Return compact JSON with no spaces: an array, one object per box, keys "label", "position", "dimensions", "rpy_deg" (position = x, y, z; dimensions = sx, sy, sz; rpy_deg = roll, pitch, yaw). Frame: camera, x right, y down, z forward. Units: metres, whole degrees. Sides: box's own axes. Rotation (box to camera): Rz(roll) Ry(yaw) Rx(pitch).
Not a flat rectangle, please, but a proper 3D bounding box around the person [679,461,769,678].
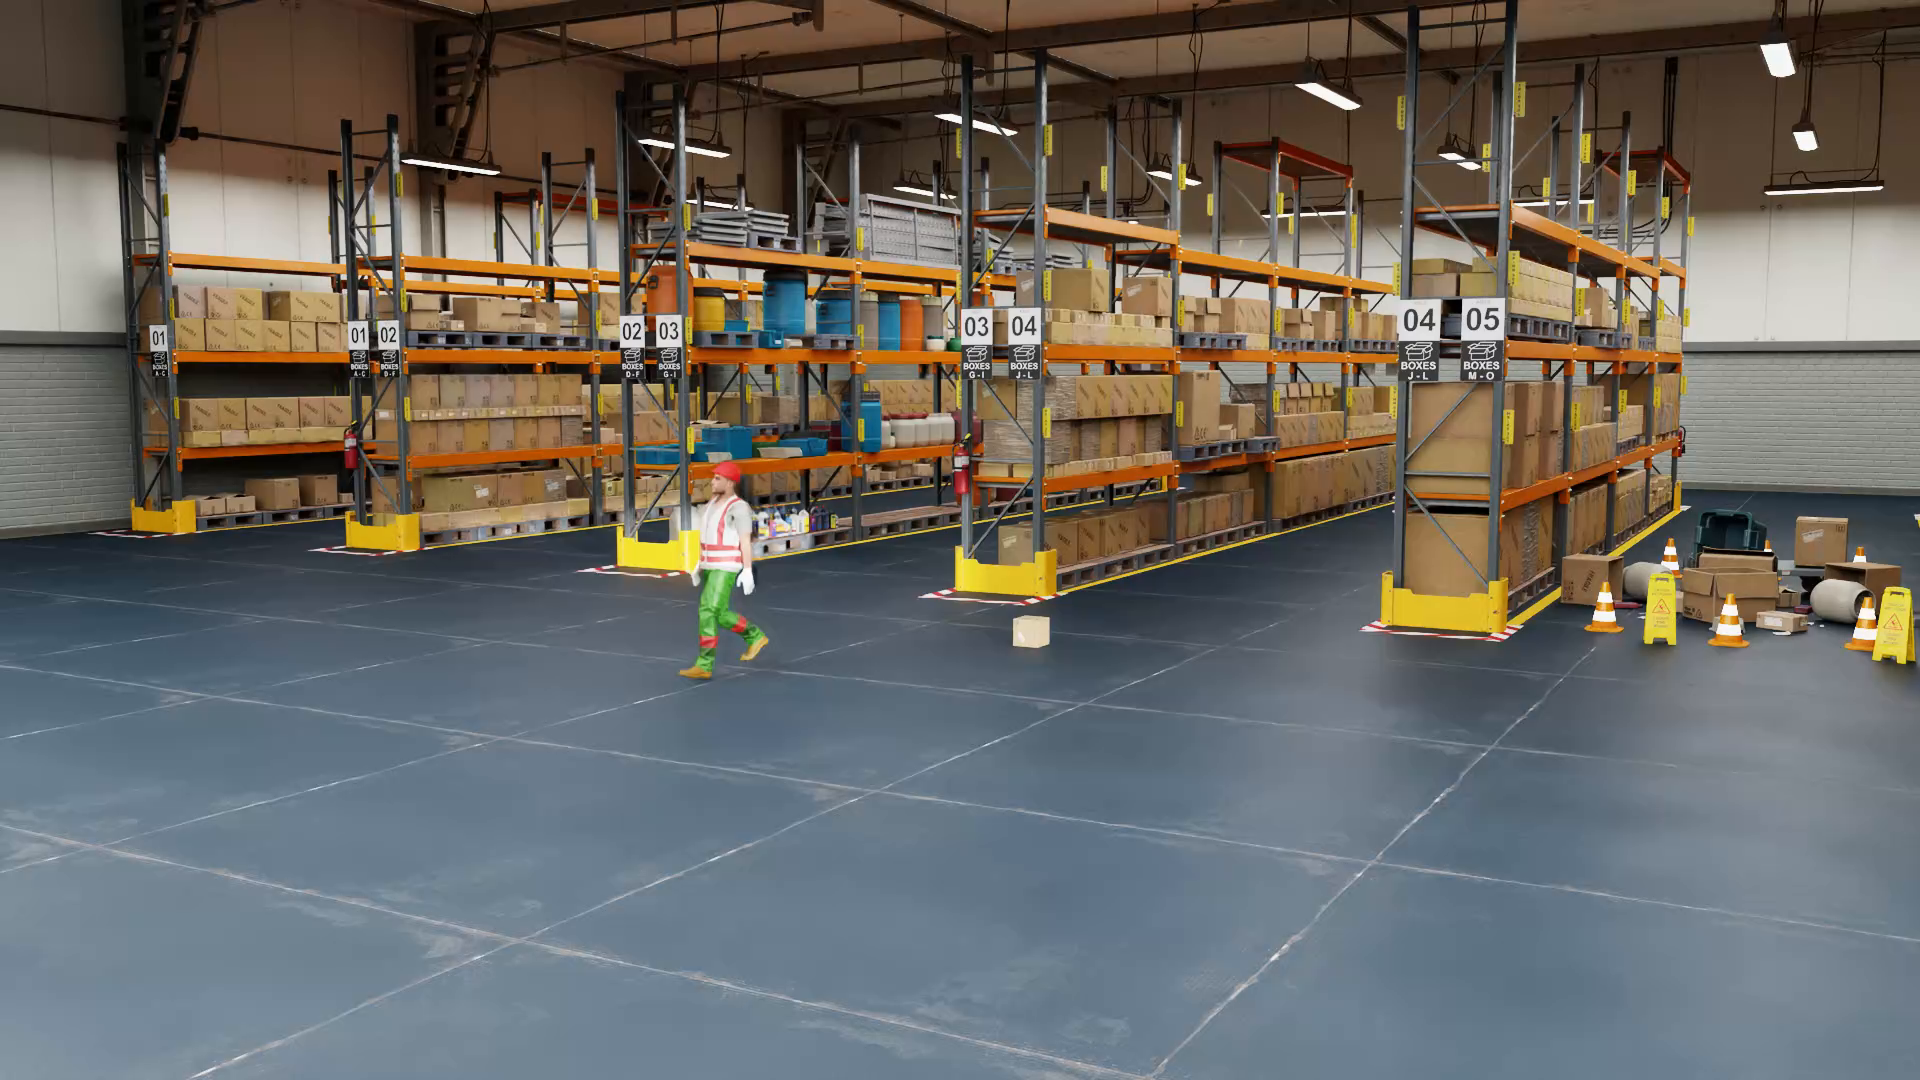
[{"label":"person","position":[-1.945,0.232,13.687],"dimensions":[0.934,1.761,0.559],"rpy_deg":[-4,7,-37]}]
